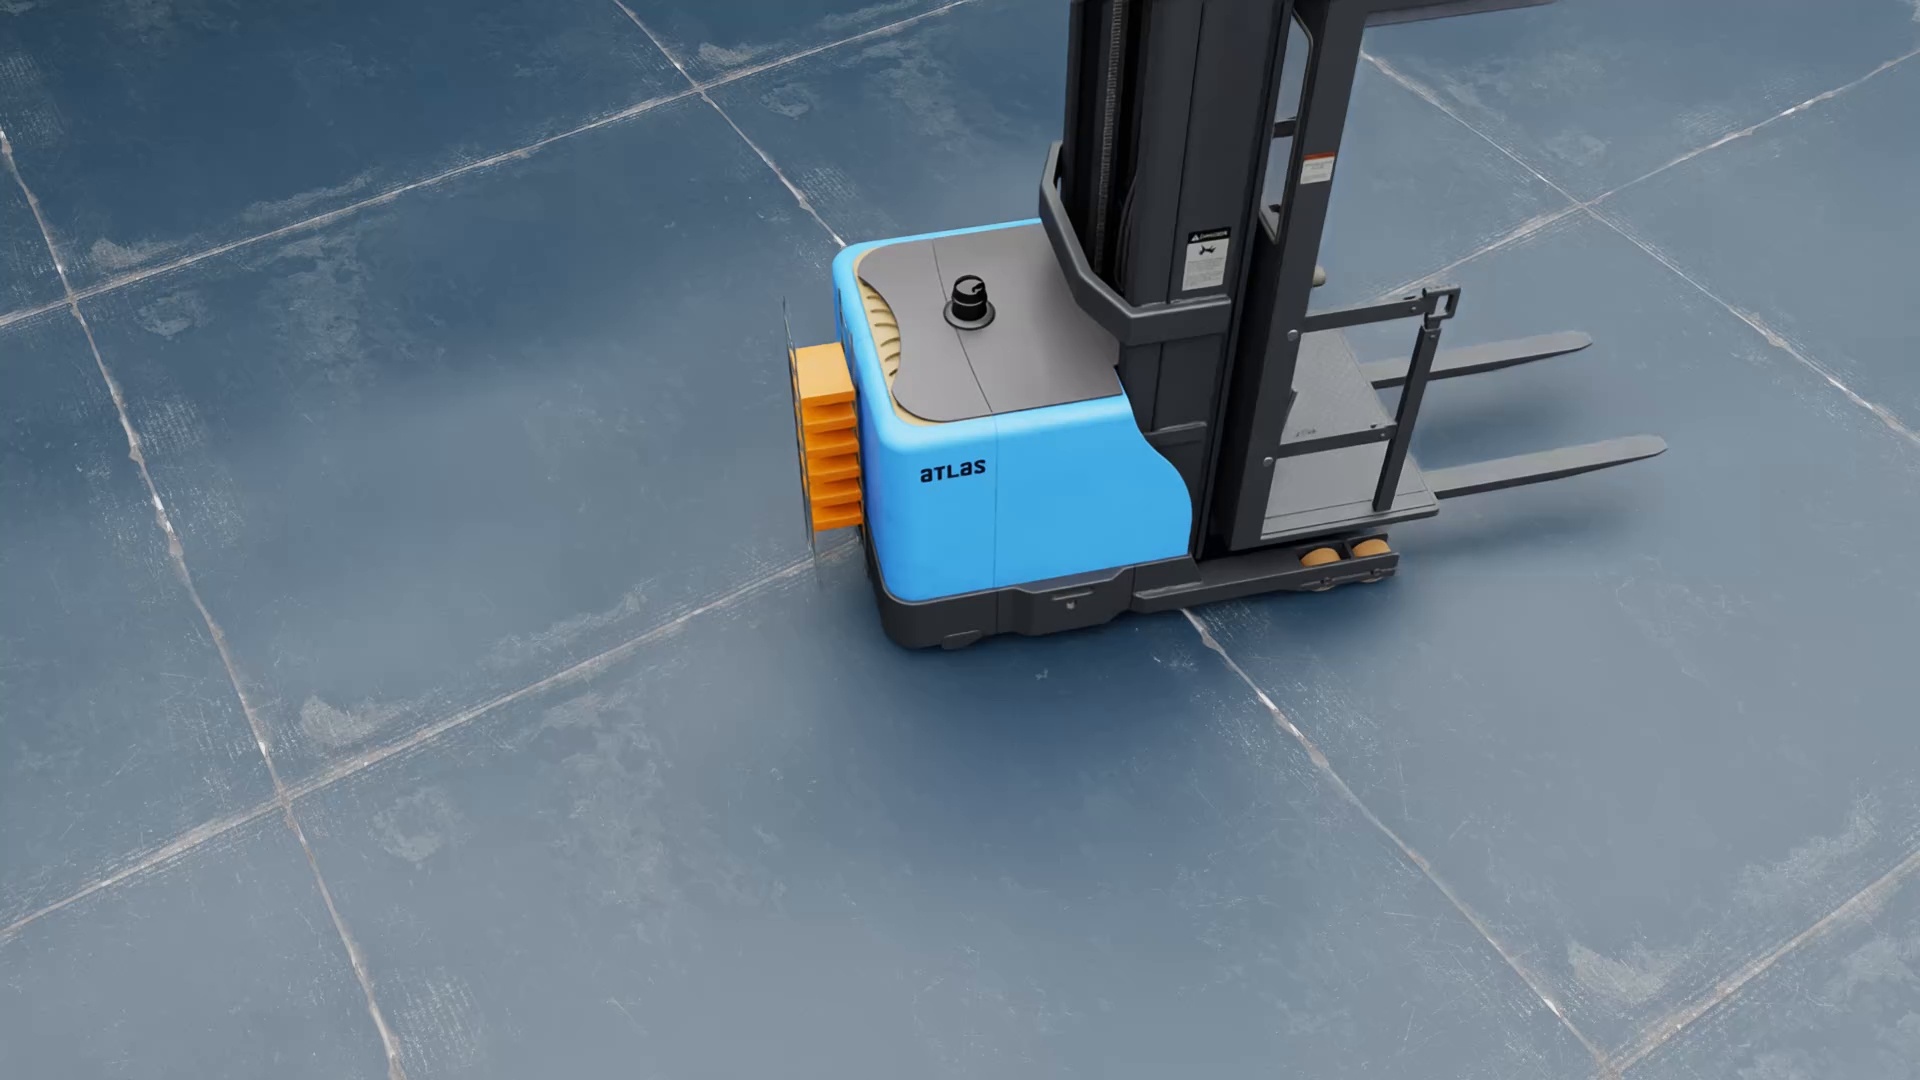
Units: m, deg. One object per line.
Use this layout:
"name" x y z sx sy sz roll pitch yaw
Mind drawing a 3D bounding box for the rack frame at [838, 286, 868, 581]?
"rack frame" -0.366 -0.335 5.745 0.006 1.200 0.240 -10 49 -8

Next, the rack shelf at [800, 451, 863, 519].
"rack shelf" -0.455 -0.210 5.854 0.180 0.103 0.258 -10 49 -8

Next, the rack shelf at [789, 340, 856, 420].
"rack shelf" -0.455 -0.529 5.496 0.180 0.103 0.258 -10 49 -8

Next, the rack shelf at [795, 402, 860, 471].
"rack shelf" -0.455 -0.370 5.675 0.180 0.103 0.258 -10 49 -8

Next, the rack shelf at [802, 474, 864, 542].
"rack shelf" -0.455 -0.130 5.944 0.180 0.103 0.258 -10 49 -8

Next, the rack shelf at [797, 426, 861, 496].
"rack shelf" -0.455 -0.290 5.764 0.180 0.103 0.258 -10 49 -8

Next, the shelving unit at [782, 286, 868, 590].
"shelving unit" -0.455 -0.320 5.731 0.189 1.200 0.258 -10 49 -8

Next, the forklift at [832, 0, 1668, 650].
"forklift" 1.119 -1.165 5.325 3.031 2.935 1.130 -10 49 -8

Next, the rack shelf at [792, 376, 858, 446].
"rack shelf" -0.455 -0.450 5.585 0.180 0.103 0.258 -10 49 -8

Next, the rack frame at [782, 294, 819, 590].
"rack frame" -0.545 -0.304 5.718 0.006 1.200 0.240 -10 49 -8
